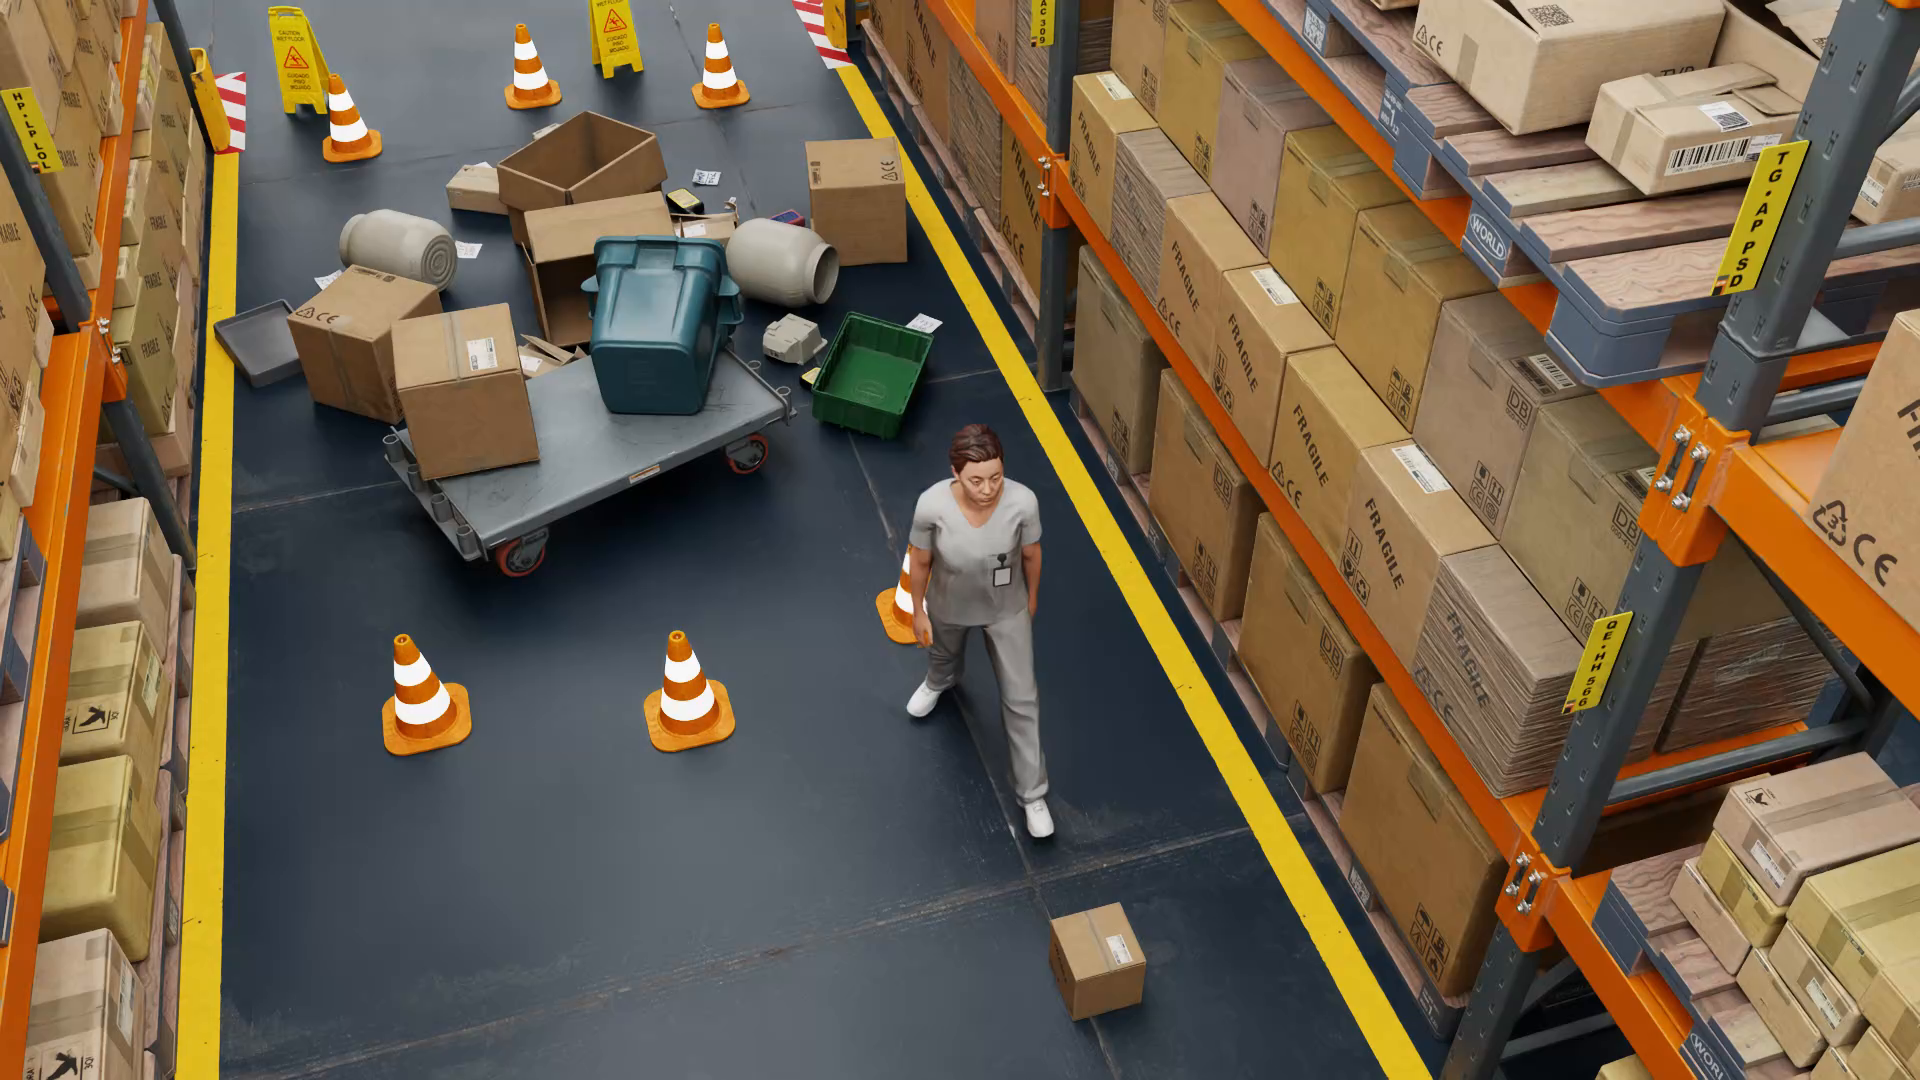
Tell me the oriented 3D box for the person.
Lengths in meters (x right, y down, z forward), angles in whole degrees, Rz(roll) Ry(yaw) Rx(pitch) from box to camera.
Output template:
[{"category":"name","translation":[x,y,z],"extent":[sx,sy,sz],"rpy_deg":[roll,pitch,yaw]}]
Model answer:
[{"category":"person","translation":[0.069,0.241,5.898],"extent":[0.569,1.627,0.886],"rpy_deg":[1,42,1]}]
